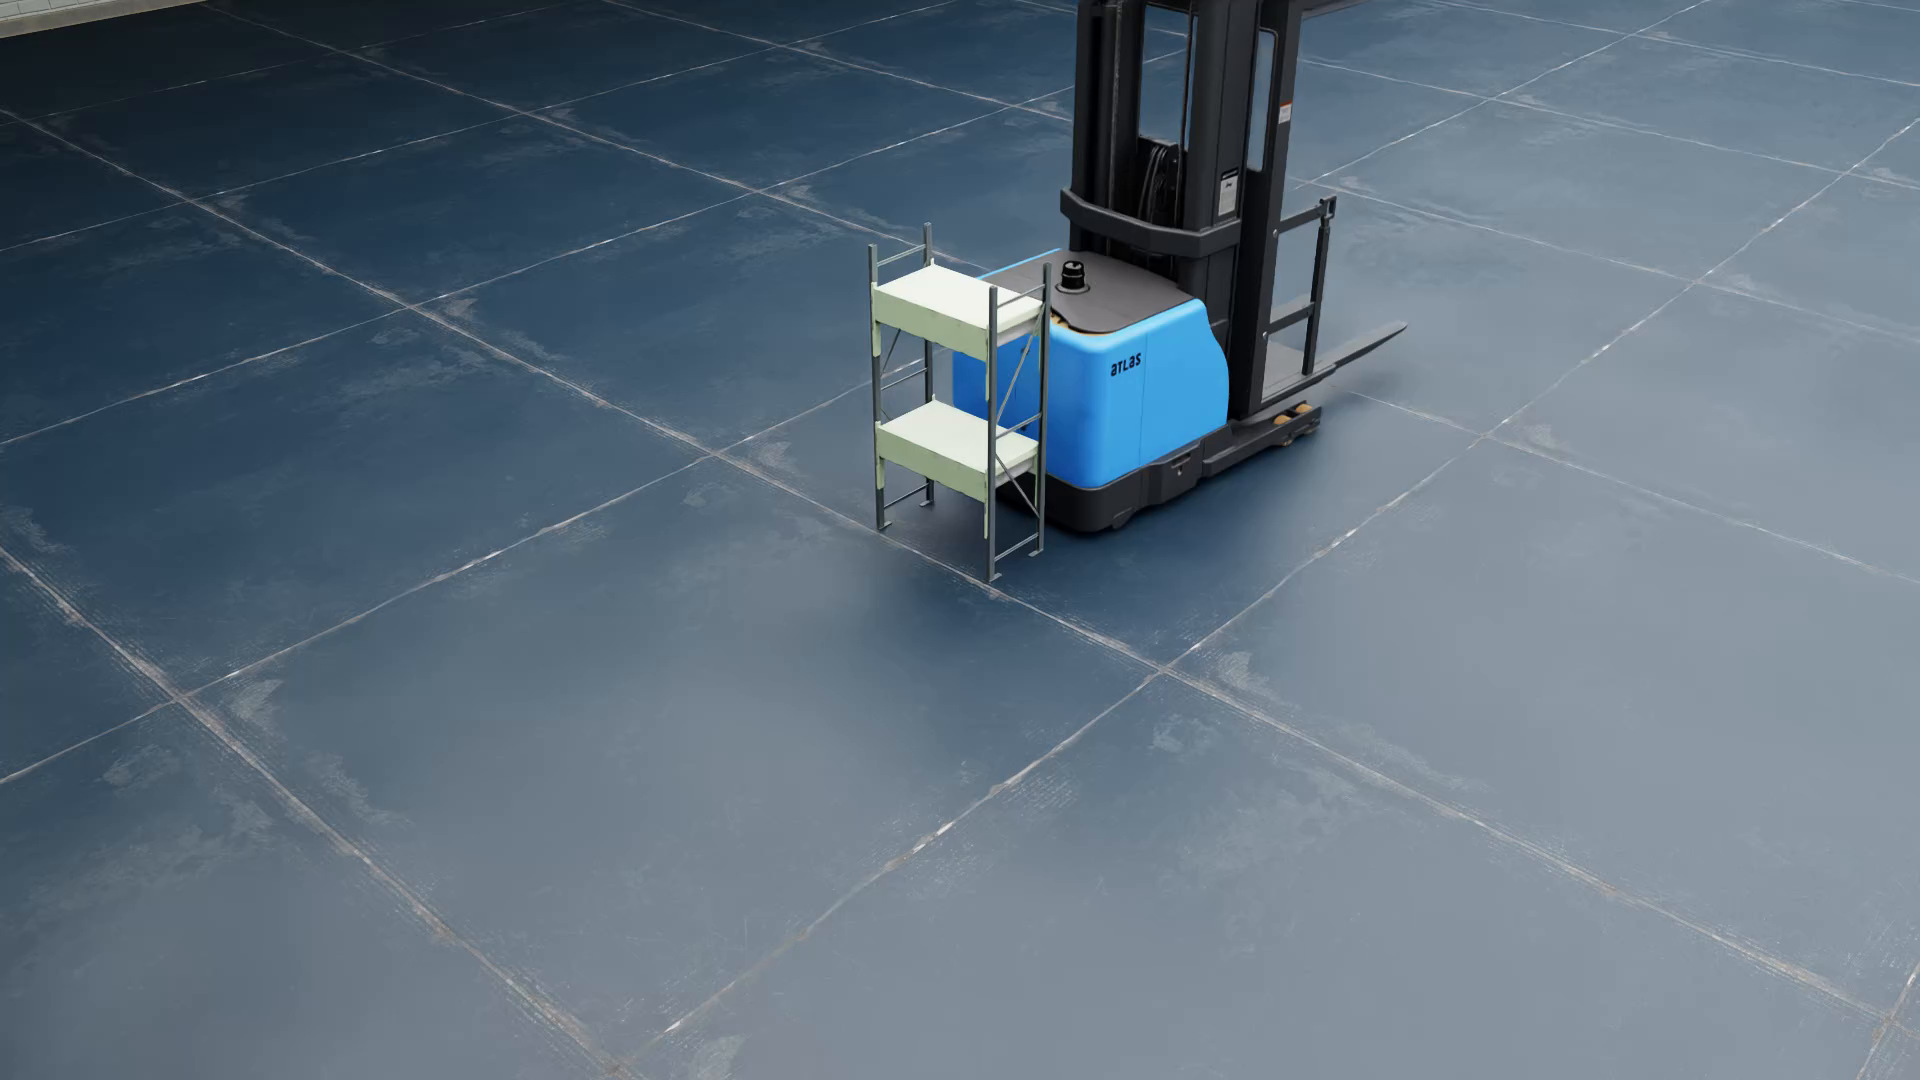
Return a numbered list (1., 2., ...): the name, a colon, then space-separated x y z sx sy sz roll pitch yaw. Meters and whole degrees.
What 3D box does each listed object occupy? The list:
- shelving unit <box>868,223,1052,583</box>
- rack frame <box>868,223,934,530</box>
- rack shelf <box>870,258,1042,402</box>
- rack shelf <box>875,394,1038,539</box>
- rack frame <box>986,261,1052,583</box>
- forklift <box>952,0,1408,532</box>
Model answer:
1. shelving unit: -0.005 -0.645 7.867 0.755 1.500 0.431 25 39 35
2. rack frame: -0.276 -0.772 8.077 0.023 1.500 0.400 25 39 35
3. rack shelf: -0.005 -0.979 7.666 0.720 0.370 0.431 25 39 35
4. rack shelf: -0.005 -0.366 8.035 0.720 0.370 0.431 25 39 35
5. rack frame: 0.266 -0.518 7.657 0.023 1.500 0.400 25 39 35
6. forklift: 1.360 -1.944 8.637 3.031 2.935 1.130 -26 40 -36
